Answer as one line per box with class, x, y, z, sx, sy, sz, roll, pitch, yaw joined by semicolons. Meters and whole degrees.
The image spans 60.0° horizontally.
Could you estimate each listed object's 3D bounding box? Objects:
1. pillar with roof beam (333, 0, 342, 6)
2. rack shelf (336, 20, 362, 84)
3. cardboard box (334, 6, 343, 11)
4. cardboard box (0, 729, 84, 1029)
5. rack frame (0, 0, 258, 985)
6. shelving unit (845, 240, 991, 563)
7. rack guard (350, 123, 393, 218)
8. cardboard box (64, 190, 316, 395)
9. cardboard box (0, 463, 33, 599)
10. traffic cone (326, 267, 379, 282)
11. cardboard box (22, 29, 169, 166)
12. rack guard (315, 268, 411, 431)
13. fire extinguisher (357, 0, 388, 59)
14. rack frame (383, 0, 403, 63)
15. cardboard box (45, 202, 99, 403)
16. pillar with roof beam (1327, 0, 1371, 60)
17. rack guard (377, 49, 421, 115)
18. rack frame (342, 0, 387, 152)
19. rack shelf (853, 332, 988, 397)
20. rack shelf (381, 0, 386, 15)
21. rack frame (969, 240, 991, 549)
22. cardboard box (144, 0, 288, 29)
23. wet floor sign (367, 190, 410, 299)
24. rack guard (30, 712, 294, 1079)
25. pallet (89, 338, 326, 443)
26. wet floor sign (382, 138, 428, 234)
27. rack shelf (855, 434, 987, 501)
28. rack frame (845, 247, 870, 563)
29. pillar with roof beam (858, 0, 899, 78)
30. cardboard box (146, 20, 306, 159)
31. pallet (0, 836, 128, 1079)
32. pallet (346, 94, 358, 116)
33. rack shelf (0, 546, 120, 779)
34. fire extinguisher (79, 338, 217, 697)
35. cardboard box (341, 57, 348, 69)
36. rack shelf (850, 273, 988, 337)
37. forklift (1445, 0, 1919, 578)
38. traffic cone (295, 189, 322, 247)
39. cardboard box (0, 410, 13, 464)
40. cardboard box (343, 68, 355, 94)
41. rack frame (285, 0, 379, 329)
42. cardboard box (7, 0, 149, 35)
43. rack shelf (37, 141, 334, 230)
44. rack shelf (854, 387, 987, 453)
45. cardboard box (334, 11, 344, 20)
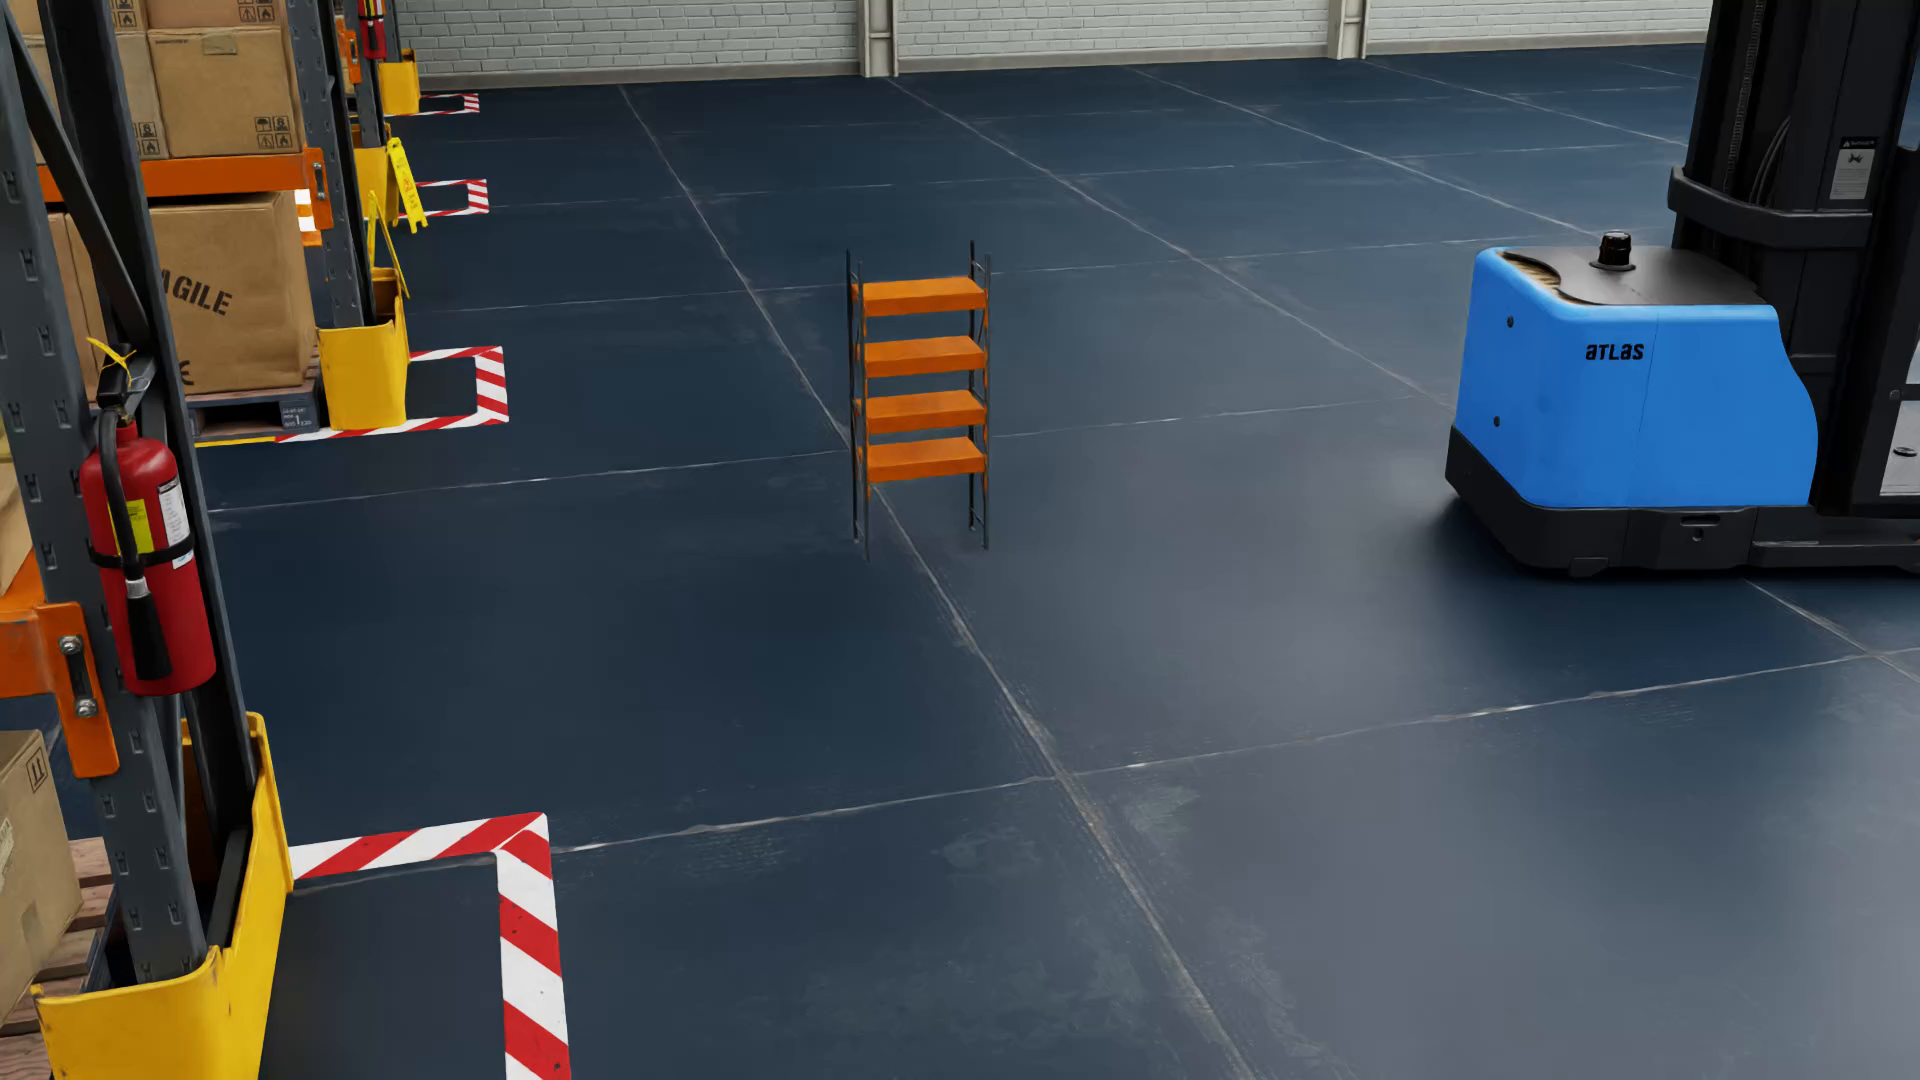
pillar with roof beam;-5.557;-7.274;12.290;0.400;9.000;9.100;-6;24;-14
rack shelf;-6.388;-3.456;11.912;4.000;0.370;1.077;-6;24;-14
cardboard box;-6.320;-5.293;16.968;0.500;0.250;0.500;-7;24;-15
cardboard box;-2.391;0.779;3.768;0.500;0.500;0.500;-2;23;-5
rack frame;-1.785;-0.237;3.498;0.127;3.000;1.000;-6;24;-14
shelving unit;-0.159;-0.534;6.472;0.503;1.200;0.258;-6;24;-14
rack guard;-4.535;-2.843;12.741;0.348;0.500;1.175;-6;24;-14
cardboard box;-3.663;-1.250;8.021;0.875;0.875;0.875;-6;24;-14
cardboard box;-2.004;-0.013;3.294;0.250;0.149;0.380;-6;24;-14
traffic cone;-3.900;-1.913;10.621;0.334;0.463;0.336;-6;24;-14
cardboard box;-3.896;-2.076;7.594;0.550;0.550;0.875;-6;24;-14
rack guard;-3.004;-0.985;8.411;0.348;0.500;1.175;-6;24;-14
fire extinguisher;-4.227;-3.801;11.903;0.183;0.674;0.296;-6;24;-14
rack frame;-5.806;-5.884;16.658;0.127;3.000;1.000;-6;24;-14
cardboard box;-4.509;-1.156;7.801;0.875;0.875;0.875;-7;24;-15
pillar with roof beam;5.997;-8.552;15.269;0.400;9.000;9.100;-6;24;-14
rack guard;-5.783;-4.737;17.157;0.348;0.500;1.175;-6;24;-14
rack frame;-4.462;-3.999;12.267;0.127;3.000;1.000;-6;24;-14
rack shelf;-0.159;-0.677;6.411;0.480;0.148;0.258;-6;24;-14
rack shelf;-7.732;-5.340;16.303;4.000;0.370;1.077;-6;24;-14
rack frame;0.076;-0.560;6.533;0.015;1.200;0.240;-6;24;-14
cardboard box;-3.395;-2.671;7.612;0.550;0.550;0.875;-6;24;-14
wet floor sign;-3.534;-1.804;10.135;0.232;0.644;0.267;-11;25;-23
rack guard;-1.858;0.920;3.972;0.348;0.500;1.175;-6;24;-14
pallet;-3.776;-0.735;8.194;1.213;0.211;1.003;-6;24;-14
wet floor sign;-3.990;-2.531;11.831;0.232;0.644;0.267;2;23;4
rack shelf;-0.159;-0.289;6.577;0.480;0.148;0.258;-6;24;-14
rack frame;-0.394;-0.508;6.412;0.015;1.200;0.240;-6;24;-14
pillar with roof beam;0.220;-7.913;13.780;0.400;9.000;9.100;-6;24;-14
cardboard box;-3.373;-2.143;7.750;0.550;0.550;0.875;-6;24;-14
pallet;-2.650;1.126;3.859;1.213;0.211;1.003;-6;24;-14
pallet;-6.531;-4.505;16.981;1.213;0.211;1.003;-6;24;-14
rack shelf;-3.711;0.307;3.144;4.000;0.370;1.077;-6;24;-14
fire extinguisher;-1.550;-0.039;3.134;0.183;0.674;0.296;-6;24;-14
cardboard box;-6.191;-4.872;16.621;0.500;0.250;0.500;-7;24;-15
rack shelf;-0.159;-0.895;6.317;0.480;0.148;0.258;-6;24;-14
forklift;3.628;-1.402;6.300;3.031;2.935;1.130;-1;23;-2
traffic cone;-4.527;-2.298;11.519;0.334;0.463;0.336;-6;24;-14
cardboard box;-2.124;-0.182;3.688;0.250;0.149;0.380;-6;24;-14
cardboard box;-6.173;-4.643;16.721;0.500;0.250;0.500;-6;24;-14
rack frame;-3.027;-2.131;7.912;0.127;3.000;1.000;-6;24;-14
cardboard box;-3.900;-2.578;7.394;0.550;0.550;0.875;-6;24;-14
rack shelf;-4.953;-1.587;7.557;4.000;0.370;1.077;-6;24;-14
rack shelf;-0.159;-0.472;6.499;0.480;0.148;0.258;-6;24;-14
cardboard box;-6.165;-5.105;16.530;0.500;0.250;0.500;-5;24;-13
